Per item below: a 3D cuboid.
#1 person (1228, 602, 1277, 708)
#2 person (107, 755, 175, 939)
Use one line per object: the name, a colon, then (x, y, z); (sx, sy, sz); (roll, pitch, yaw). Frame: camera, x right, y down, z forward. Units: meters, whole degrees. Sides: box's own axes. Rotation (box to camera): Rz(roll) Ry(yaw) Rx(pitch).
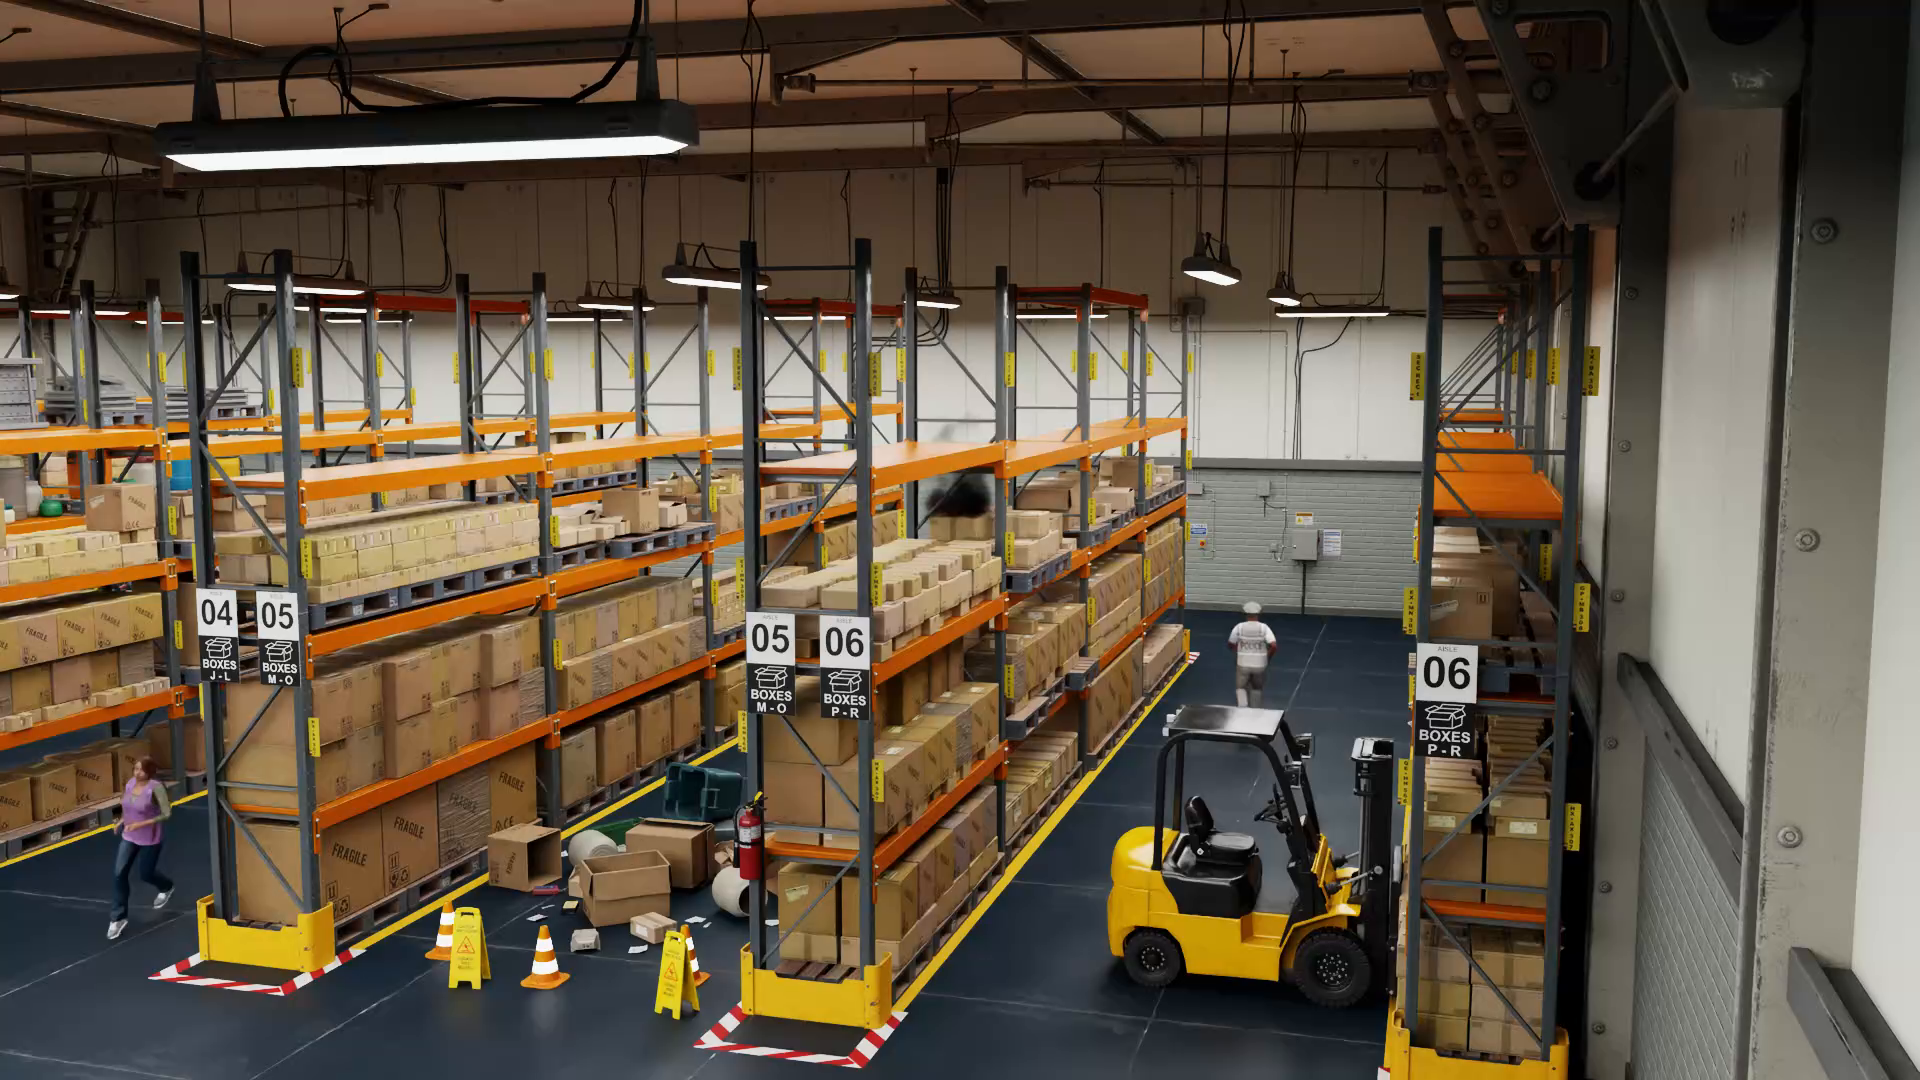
person: (4.046, 1.722, 23.054); (0.675, 1.740, 0.800); (1, 6, 9)
person: (-7.345, 2.717, 15.031); (0.567, 1.606, 0.823); (1, 6, 10)
